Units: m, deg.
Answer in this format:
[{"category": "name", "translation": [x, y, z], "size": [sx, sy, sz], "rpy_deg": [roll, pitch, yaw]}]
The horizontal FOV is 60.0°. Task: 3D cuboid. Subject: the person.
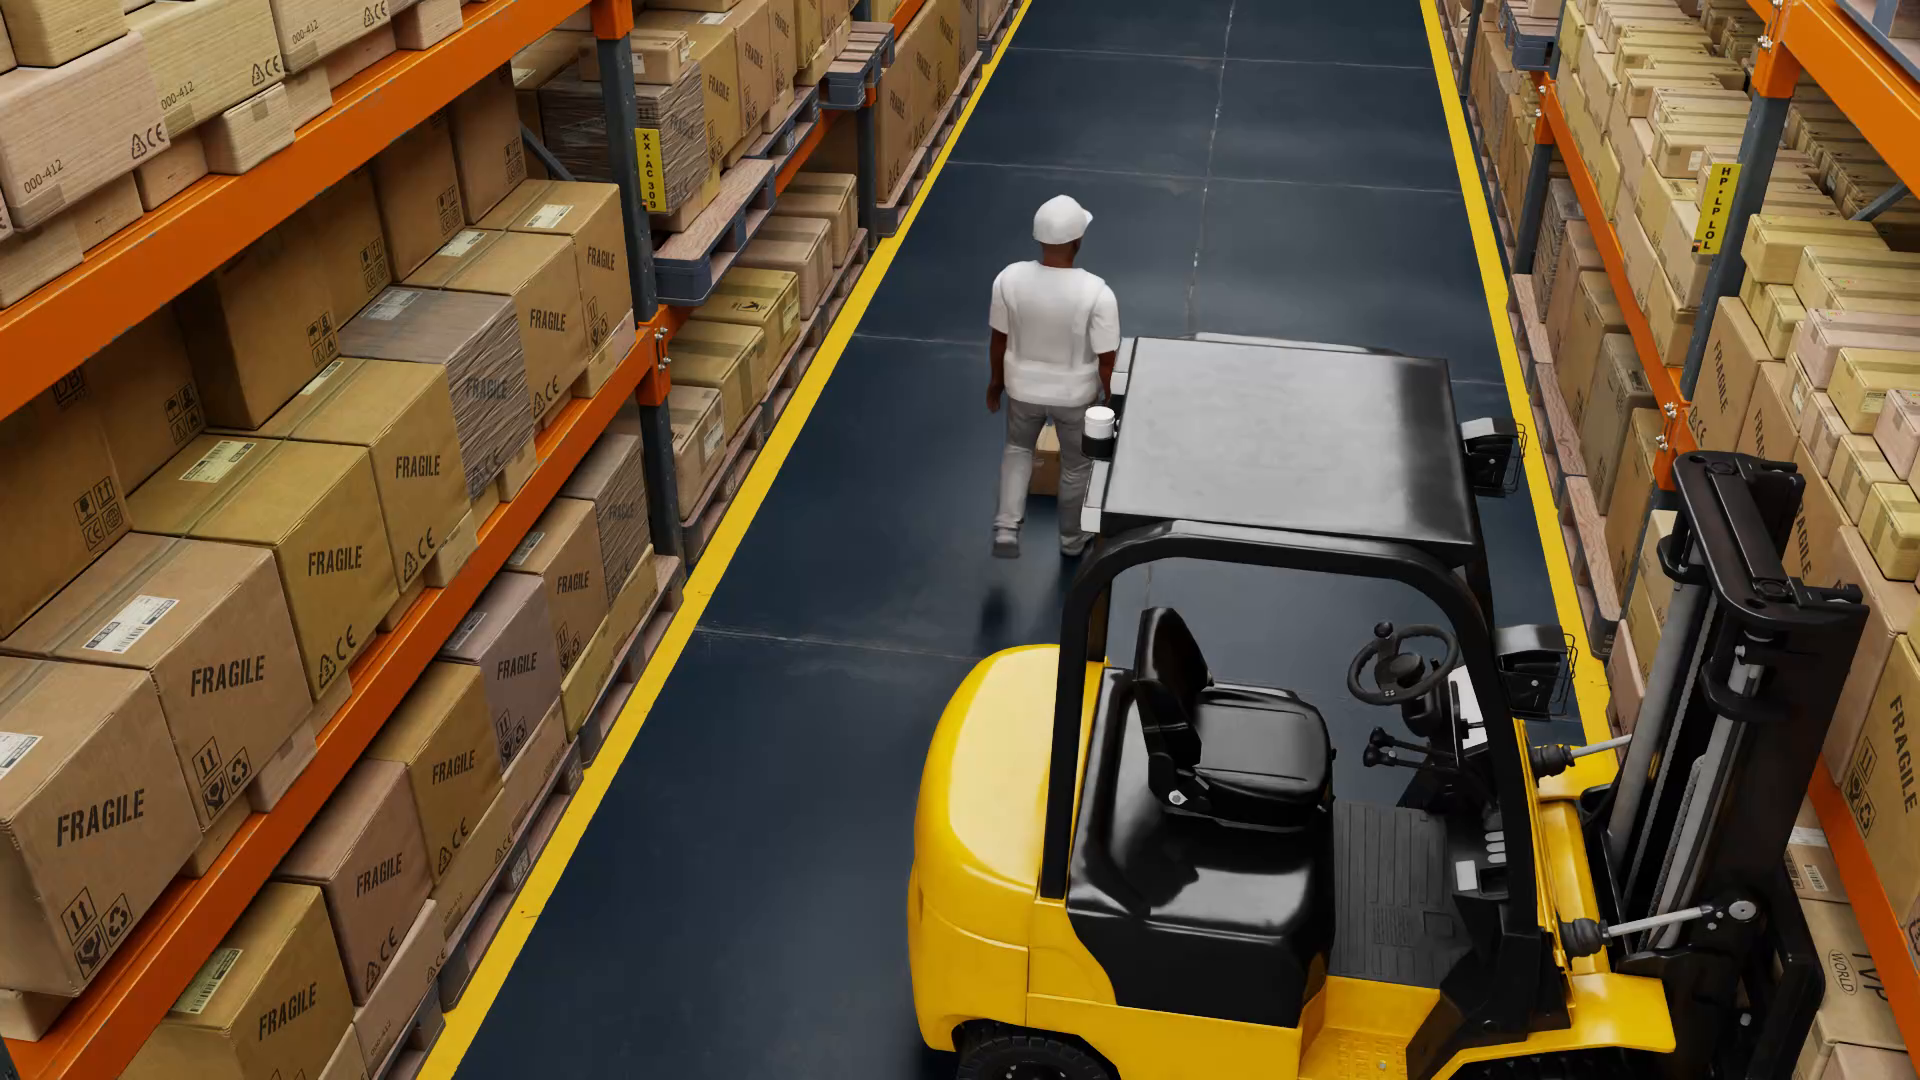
[{"category": "person", "translation": [0.392, -0.919, 6.905], "size": [0.597, 1.082, 0.355], "rpy_deg": [9, 33, 14]}]
